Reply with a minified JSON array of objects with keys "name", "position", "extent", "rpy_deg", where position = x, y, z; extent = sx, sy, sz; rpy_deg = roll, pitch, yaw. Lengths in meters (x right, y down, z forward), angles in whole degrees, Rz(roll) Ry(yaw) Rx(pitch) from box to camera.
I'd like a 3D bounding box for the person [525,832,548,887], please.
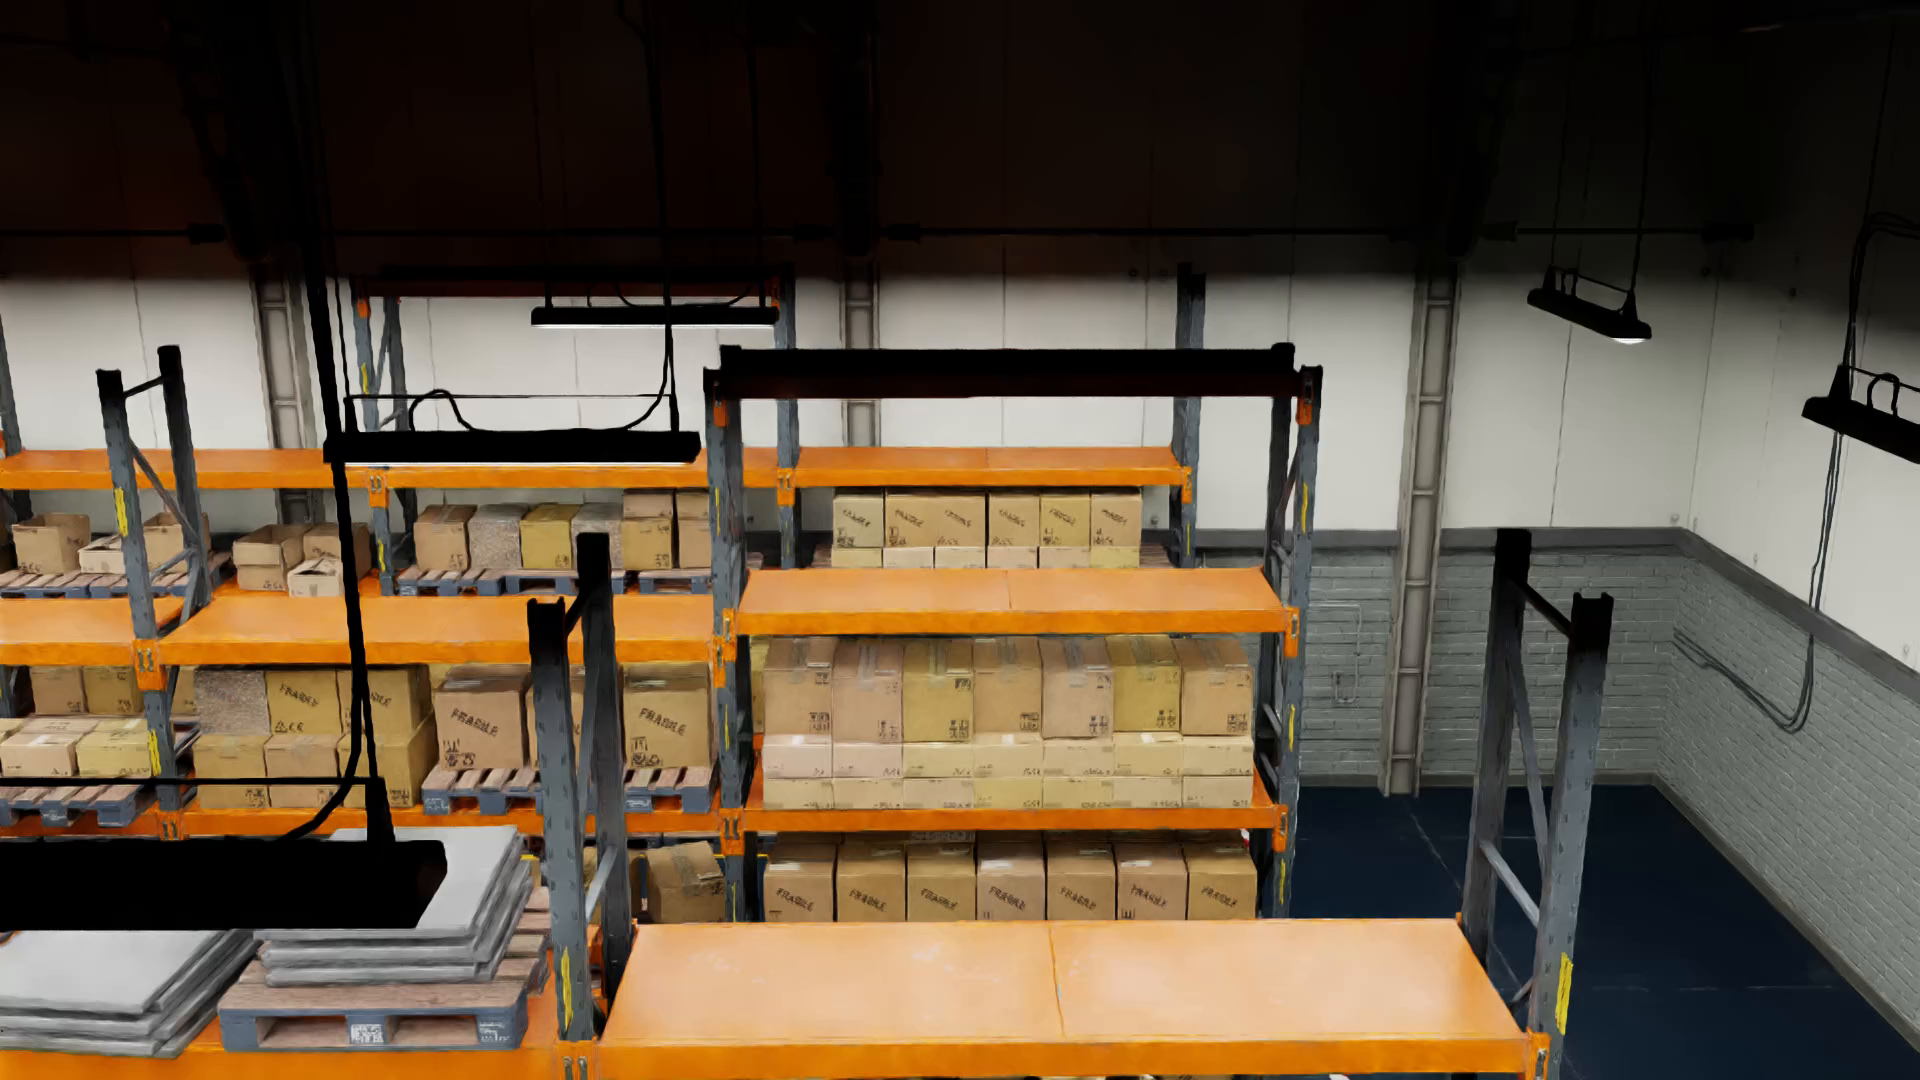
[{"name":"person","position":[-3.563,3.228,14.495],"extent":[1.115,1.648,0.543],"rpy_deg":[0,16,2]}]
